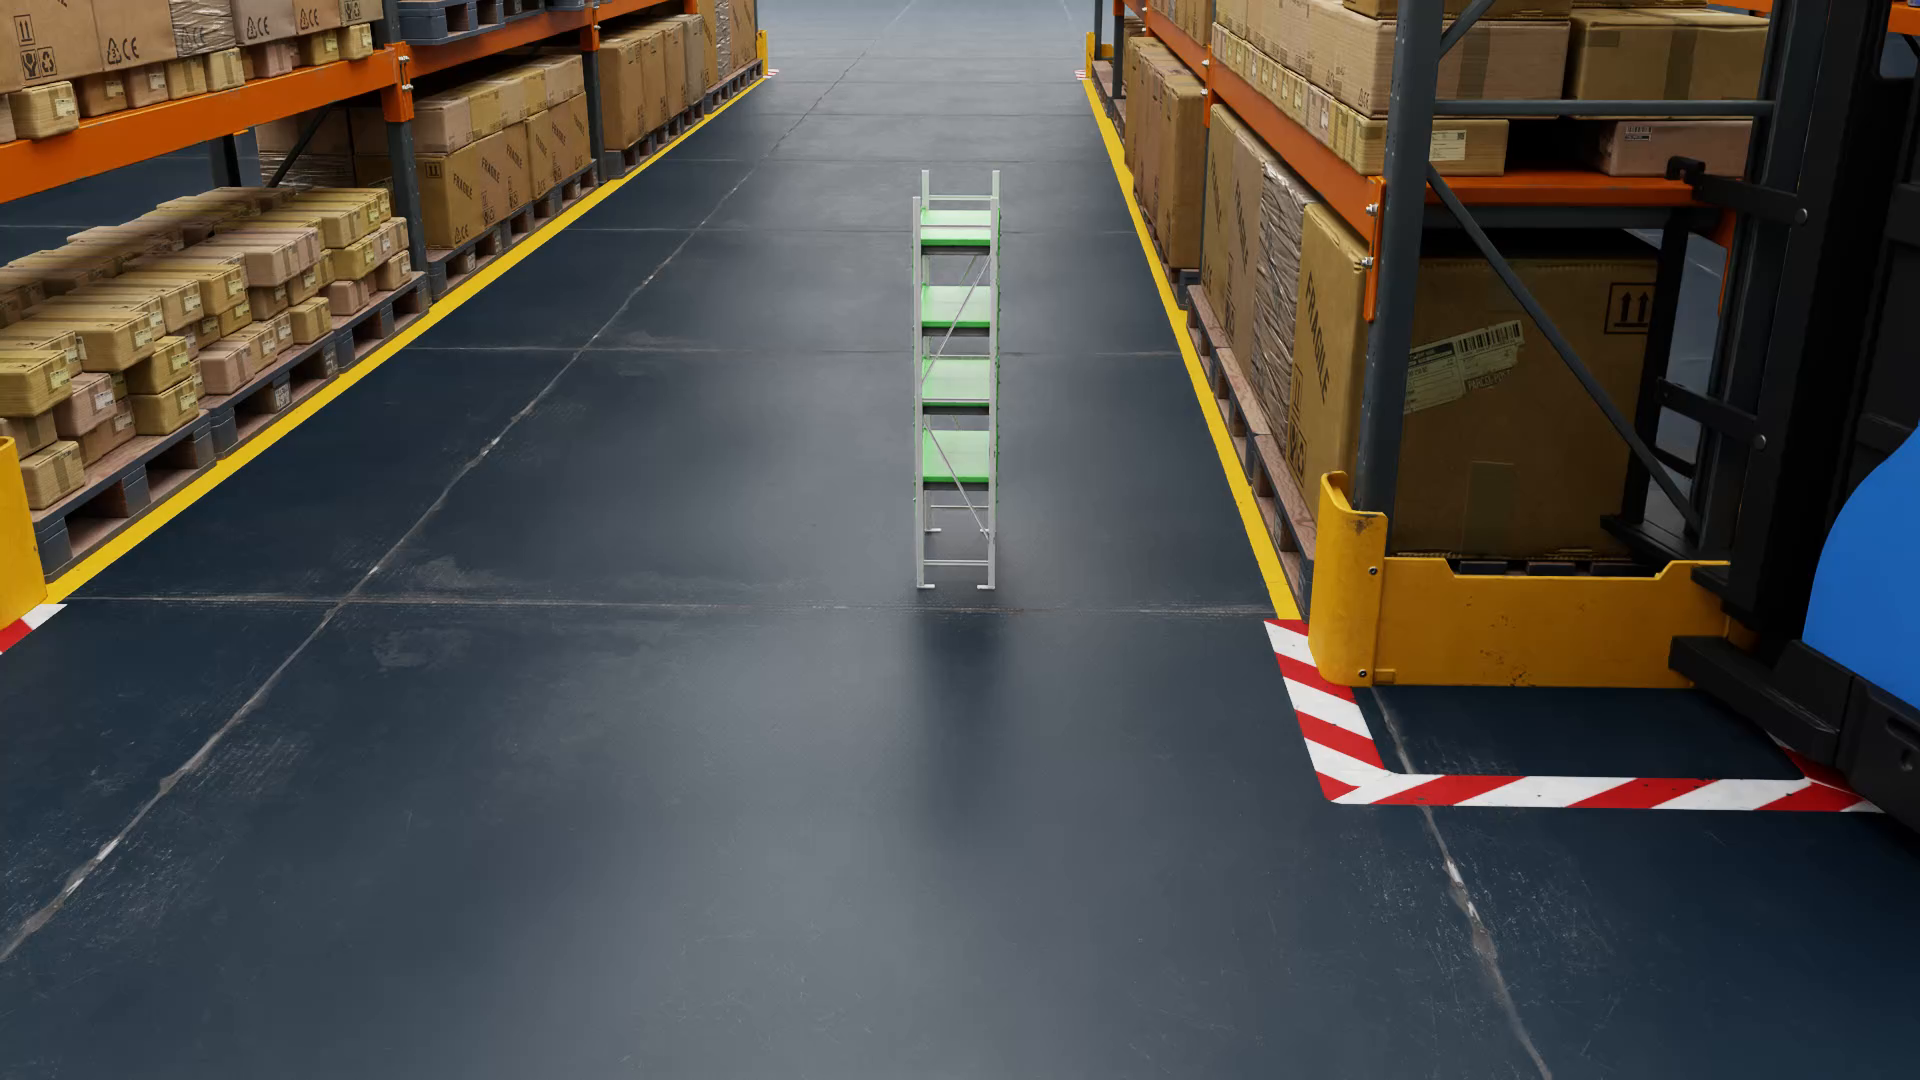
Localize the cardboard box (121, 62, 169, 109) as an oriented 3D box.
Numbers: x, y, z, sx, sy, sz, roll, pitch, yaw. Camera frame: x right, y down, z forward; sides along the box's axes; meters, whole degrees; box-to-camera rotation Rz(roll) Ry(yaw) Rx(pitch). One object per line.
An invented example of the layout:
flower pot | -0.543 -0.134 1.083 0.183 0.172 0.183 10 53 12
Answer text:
cardboard box | -3.070 -1.625 5.916 0.380 0.149 0.250 0 21 1

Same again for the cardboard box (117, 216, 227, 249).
cardboard box | -3.482 -1.340 7.373 0.380 0.149 0.250 0 21 0

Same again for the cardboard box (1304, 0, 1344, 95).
cardboard box | 1.346 -1.496 5.035 0.500 0.250 0.500 0 21 1

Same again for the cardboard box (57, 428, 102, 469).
cardboard box | -3.113 -0.305 5.529 0.380 0.149 0.250 1 21 1

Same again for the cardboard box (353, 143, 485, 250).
cardboard box | -2.965 -1.898 9.149 0.500 0.500 0.500 1 21 4

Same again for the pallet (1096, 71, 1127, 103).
pallet | 1.964 -4.790 17.583 1.003 0.211 1.213 1 21 2

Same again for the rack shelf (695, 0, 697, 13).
rack shelf | -2.949 -5.884 17.540 1.077 0.370 4.000 1 21 2

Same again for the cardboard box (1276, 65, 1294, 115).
cardboard box | 1.299 -1.544 5.710 0.380 0.149 0.250 1 21 2

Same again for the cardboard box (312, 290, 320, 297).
cardboard box | -3.089 -1.041 7.427 0.380 0.149 0.250 0 21 0

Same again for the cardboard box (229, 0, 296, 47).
cardboard box | -3.019 -2.243 6.614 0.500 0.500 0.500 1 21 1

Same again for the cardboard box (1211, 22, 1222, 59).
cardboard box | 1.360 -2.292 7.636 0.380 0.149 0.250 1 21 2

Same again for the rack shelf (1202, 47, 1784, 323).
rack shelf | 1.641 -1.454 6.123 1.077 0.370 4.000 1 21 2

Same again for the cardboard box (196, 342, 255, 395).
cardboard box | -2.988 -0.669 6.466 0.380 0.149 0.250 0 21 -1

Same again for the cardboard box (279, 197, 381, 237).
cardboard box | -2.972 -1.523 7.846 0.380 0.149 0.250 1 21 2

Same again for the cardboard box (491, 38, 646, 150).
cardboard box | -3.023 -3.416 12.715 1.050 0.750 0.750 0 21 1

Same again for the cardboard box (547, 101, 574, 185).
cardboard box | -2.910 -2.652 11.091 0.500 0.500 0.500 1 21 4

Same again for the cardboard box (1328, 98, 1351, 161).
cardboard box | 1.268 -1.175 4.758 0.380 0.149 0.250 1 21 2

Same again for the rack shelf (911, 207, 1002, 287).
rack shelf | -0.005 -0.887 5.007 0.258 0.148 0.480 1 21 2

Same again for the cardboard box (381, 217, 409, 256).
cardboard box | -2.945 -1.491 8.175 0.380 0.149 0.250 1 21 3

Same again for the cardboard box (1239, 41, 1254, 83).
cardboard box | 1.331 -1.914 6.662 0.380 0.149 0.250 0 21 1

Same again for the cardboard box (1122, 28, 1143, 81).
cardboard box | 1.947 -5.012 17.174 0.500 0.500 0.500 -1 21 -3

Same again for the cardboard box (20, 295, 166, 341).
cardboard box | -3.070 -0.768 5.900 0.380 0.149 0.250 0 21 -1

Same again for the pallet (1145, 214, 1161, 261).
pallet | 1.684 -1.934 10.222 1.003 0.211 1.213 1 21 2

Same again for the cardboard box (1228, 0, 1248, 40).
cardboard box | 1.405 -2.234 6.937 0.500 0.250 0.500 1 21 1

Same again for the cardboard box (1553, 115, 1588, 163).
cardboard box | 1.927 -1.166 4.736 0.380 0.149 0.250 0 21 1

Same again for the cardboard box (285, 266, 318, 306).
cardboard box | -3.025 -1.114 7.203 0.380 0.149 0.250 1 21 3

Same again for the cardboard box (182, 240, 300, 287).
cardboard box | -2.970 -1.144 6.867 0.380 0.149 0.250 0 21 0

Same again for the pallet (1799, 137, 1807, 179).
pallet | 6.836 -2.884 12.669 1.003 0.211 1.213 1 21 2

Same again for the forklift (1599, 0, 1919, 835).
forklift | 2.429 -1.033 4.141 1.130 2.935 3.031 -5 22 -13

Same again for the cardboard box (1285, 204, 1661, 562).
cardboard box | 1.519 -0.503 5.037 0.875 0.875 0.875 1 21 2

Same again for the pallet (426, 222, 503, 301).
pallet | -3.231 -1.585 9.322 1.003 0.211 1.213 1 21 2

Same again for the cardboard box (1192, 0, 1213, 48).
cardboard box | 1.443 -2.731 8.282 0.500 0.500 0.500 1 21 2

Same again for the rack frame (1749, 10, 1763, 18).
rack frame | 6.896 -5.350 15.171 1.000 3.000 0.127 1 21 2

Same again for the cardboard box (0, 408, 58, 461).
cardboard box | -3.102 -0.349 5.231 0.380 0.149 0.250 2 21 4

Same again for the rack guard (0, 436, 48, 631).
rack guard | -3.372 -0.019 4.887 1.175 0.500 0.348 1 21 2

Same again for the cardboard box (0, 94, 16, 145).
cardboard box | -3.071 -1.246 4.941 0.380 0.149 0.250 1 21 4

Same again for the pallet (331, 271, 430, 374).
pallet | -3.238 -1.060 7.969 1.003 0.211 1.213 1 21 2

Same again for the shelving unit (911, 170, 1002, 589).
shelving unit | -0.005 -0.500 5.158 0.258 1.200 0.503 1 21 2

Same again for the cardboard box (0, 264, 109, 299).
cardboard box | -3.523 -0.965 6.408 0.380 0.149 0.250 0 21 0

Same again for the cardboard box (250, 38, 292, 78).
cardboard box | -3.005 -1.999 6.880 0.380 0.149 0.250 0 21 -1

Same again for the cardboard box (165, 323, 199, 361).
cardboard box | -3.089 -0.725 6.201 0.380 0.149 0.250 0 21 -1

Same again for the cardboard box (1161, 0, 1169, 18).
cardboard box | 1.511 -3.461 10.163 0.500 0.500 0.500 0 21 1

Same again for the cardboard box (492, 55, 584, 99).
cardboard box | -2.890 -3.179 11.415 0.500 0.250 0.500 0 21 0

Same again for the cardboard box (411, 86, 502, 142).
cardboard box | -2.953 -2.440 9.510 0.500 0.250 0.500 1 21 3

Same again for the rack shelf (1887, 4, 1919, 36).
rack shelf | 6.713 -2.845 9.710 1.077 0.370 4.000 1 21 2

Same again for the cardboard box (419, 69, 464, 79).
cardboard box | -3.438 -2.821 10.491 0.500 0.250 0.500 1 21 2

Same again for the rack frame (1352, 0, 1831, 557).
rack frame | 1.580 -1.066 4.130 1.000 3.000 0.127 1 21 2

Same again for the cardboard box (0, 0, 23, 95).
cardboard box | -3.085 -1.502 4.703 0.500 0.500 0.500 2 21 4

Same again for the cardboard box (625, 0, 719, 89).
cardboard box | -2.921 -4.928 16.439 0.875 0.875 0.875 1 21 2

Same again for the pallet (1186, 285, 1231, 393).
pallet | 1.600 -0.938 7.655 1.003 0.211 1.213 1 21 2

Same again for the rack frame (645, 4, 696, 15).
rack frame | -3.010 -5.496 15.547 1.000 3.000 0.127 1 21 2

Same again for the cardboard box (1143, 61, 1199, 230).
cardboard box | 1.727 -2.272 9.595 1.225 0.875 0.875 0 21 0
